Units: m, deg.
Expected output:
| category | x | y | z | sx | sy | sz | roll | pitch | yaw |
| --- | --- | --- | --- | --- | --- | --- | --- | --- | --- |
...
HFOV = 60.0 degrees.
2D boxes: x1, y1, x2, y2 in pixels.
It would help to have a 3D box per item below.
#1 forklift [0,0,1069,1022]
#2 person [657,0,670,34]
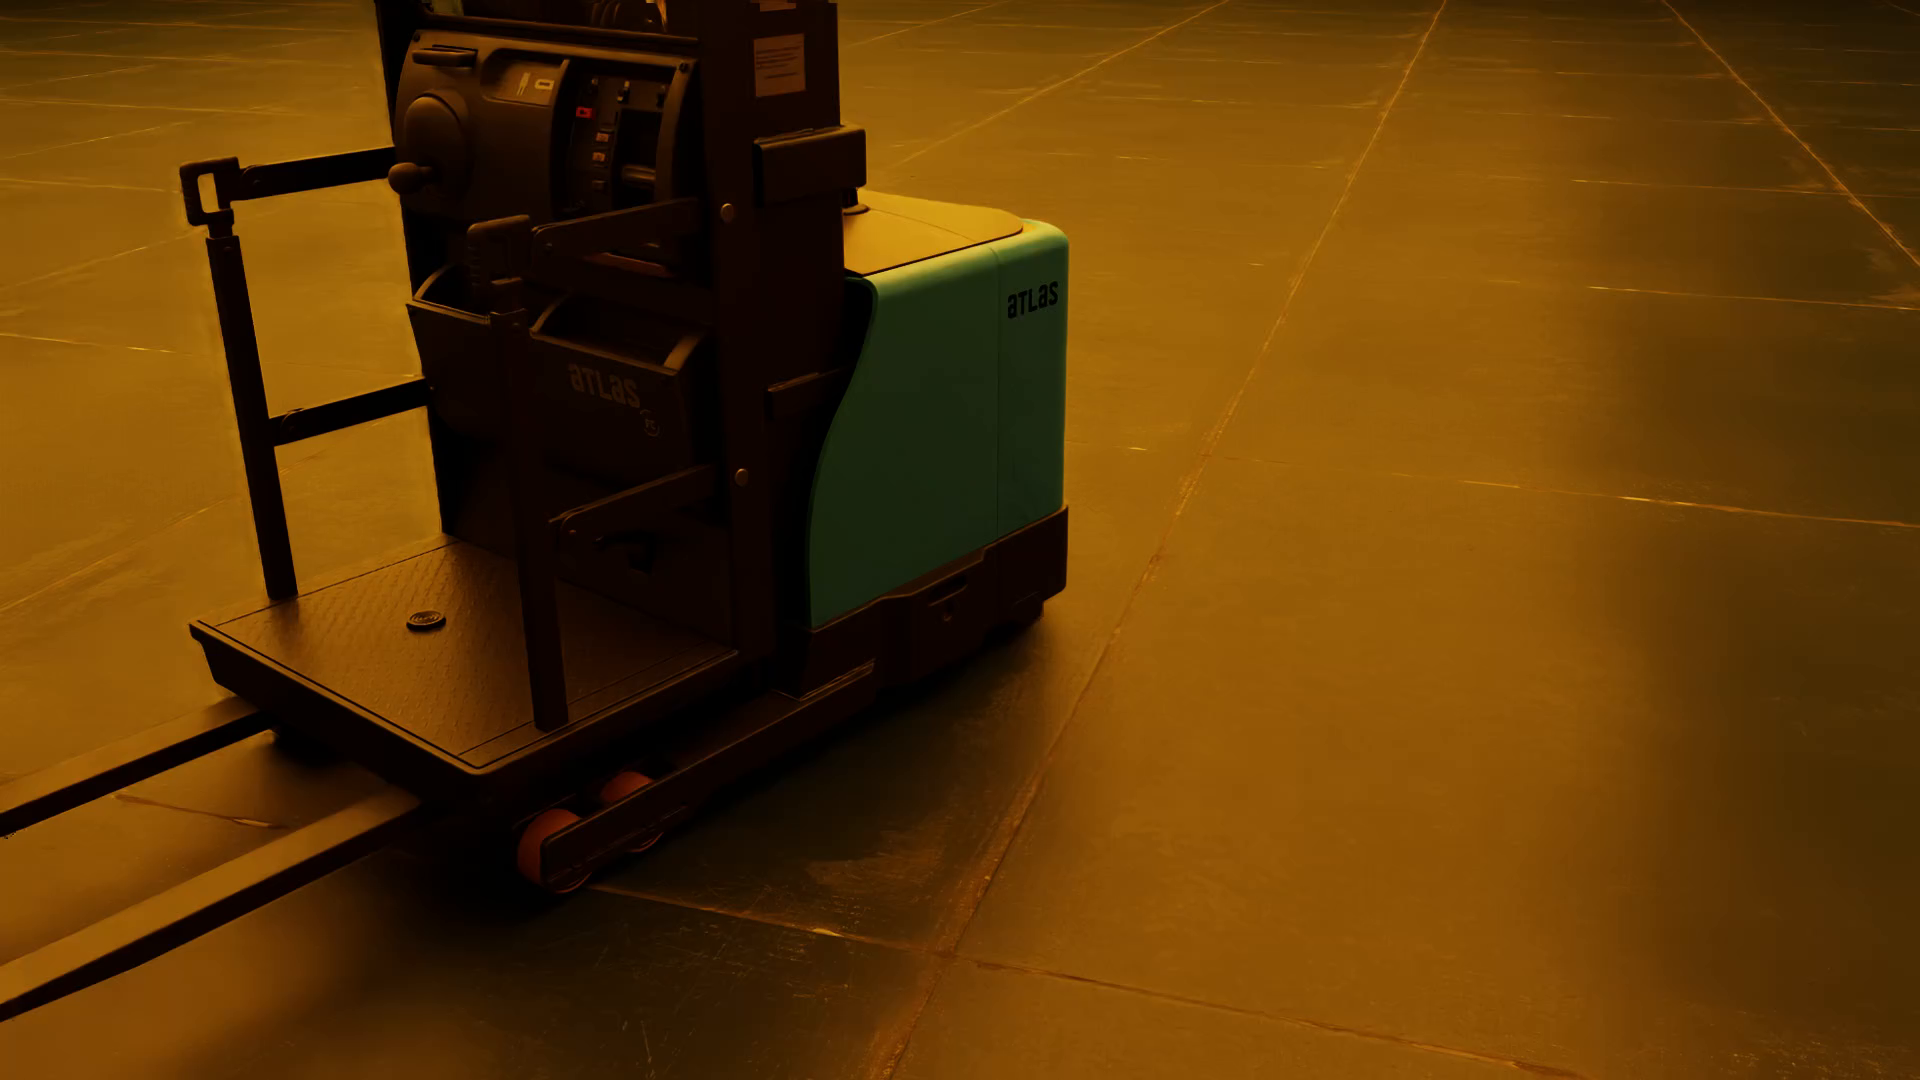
| category | x | y | z | sx | sy | sz | roll | pitch | yaw |
| --- | --- | --- | --- | --- | --- | --- | --- | --- | --- |
| forklift | -1.023 | -0.852 | 3.344 | 1.130 | 2.935 | 3.031 | 17 | 28 | 36 |
| person | -0.924 | -0.781 | 4.795 | 0.850 | 1.726 | 0.807 | -4 | 23 | -9 |
